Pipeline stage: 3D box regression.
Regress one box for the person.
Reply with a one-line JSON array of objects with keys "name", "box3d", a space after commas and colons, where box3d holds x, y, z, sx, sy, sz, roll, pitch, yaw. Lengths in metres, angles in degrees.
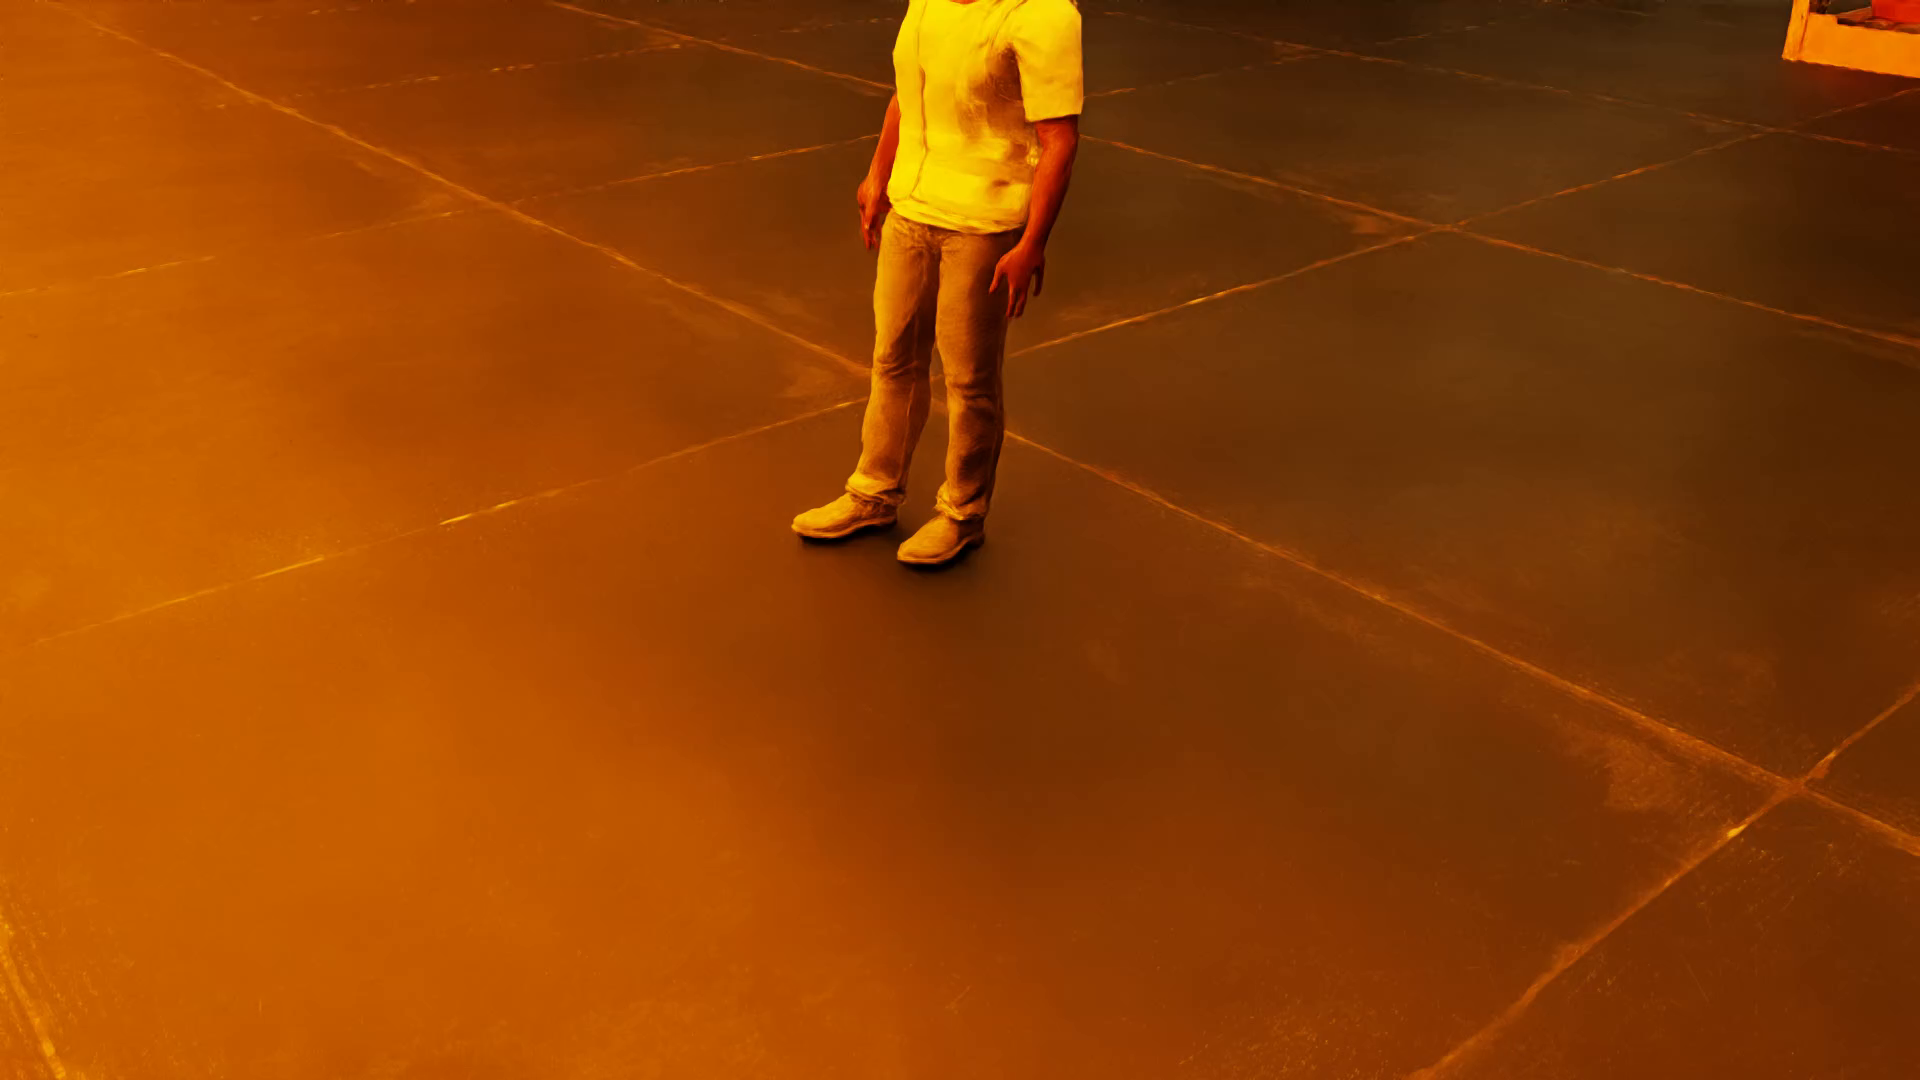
[{"name": "person", "box3d": [-0.057, -0.780, 4.069, 0.576, 1.766, 0.665, -20, 33, -35]}]
